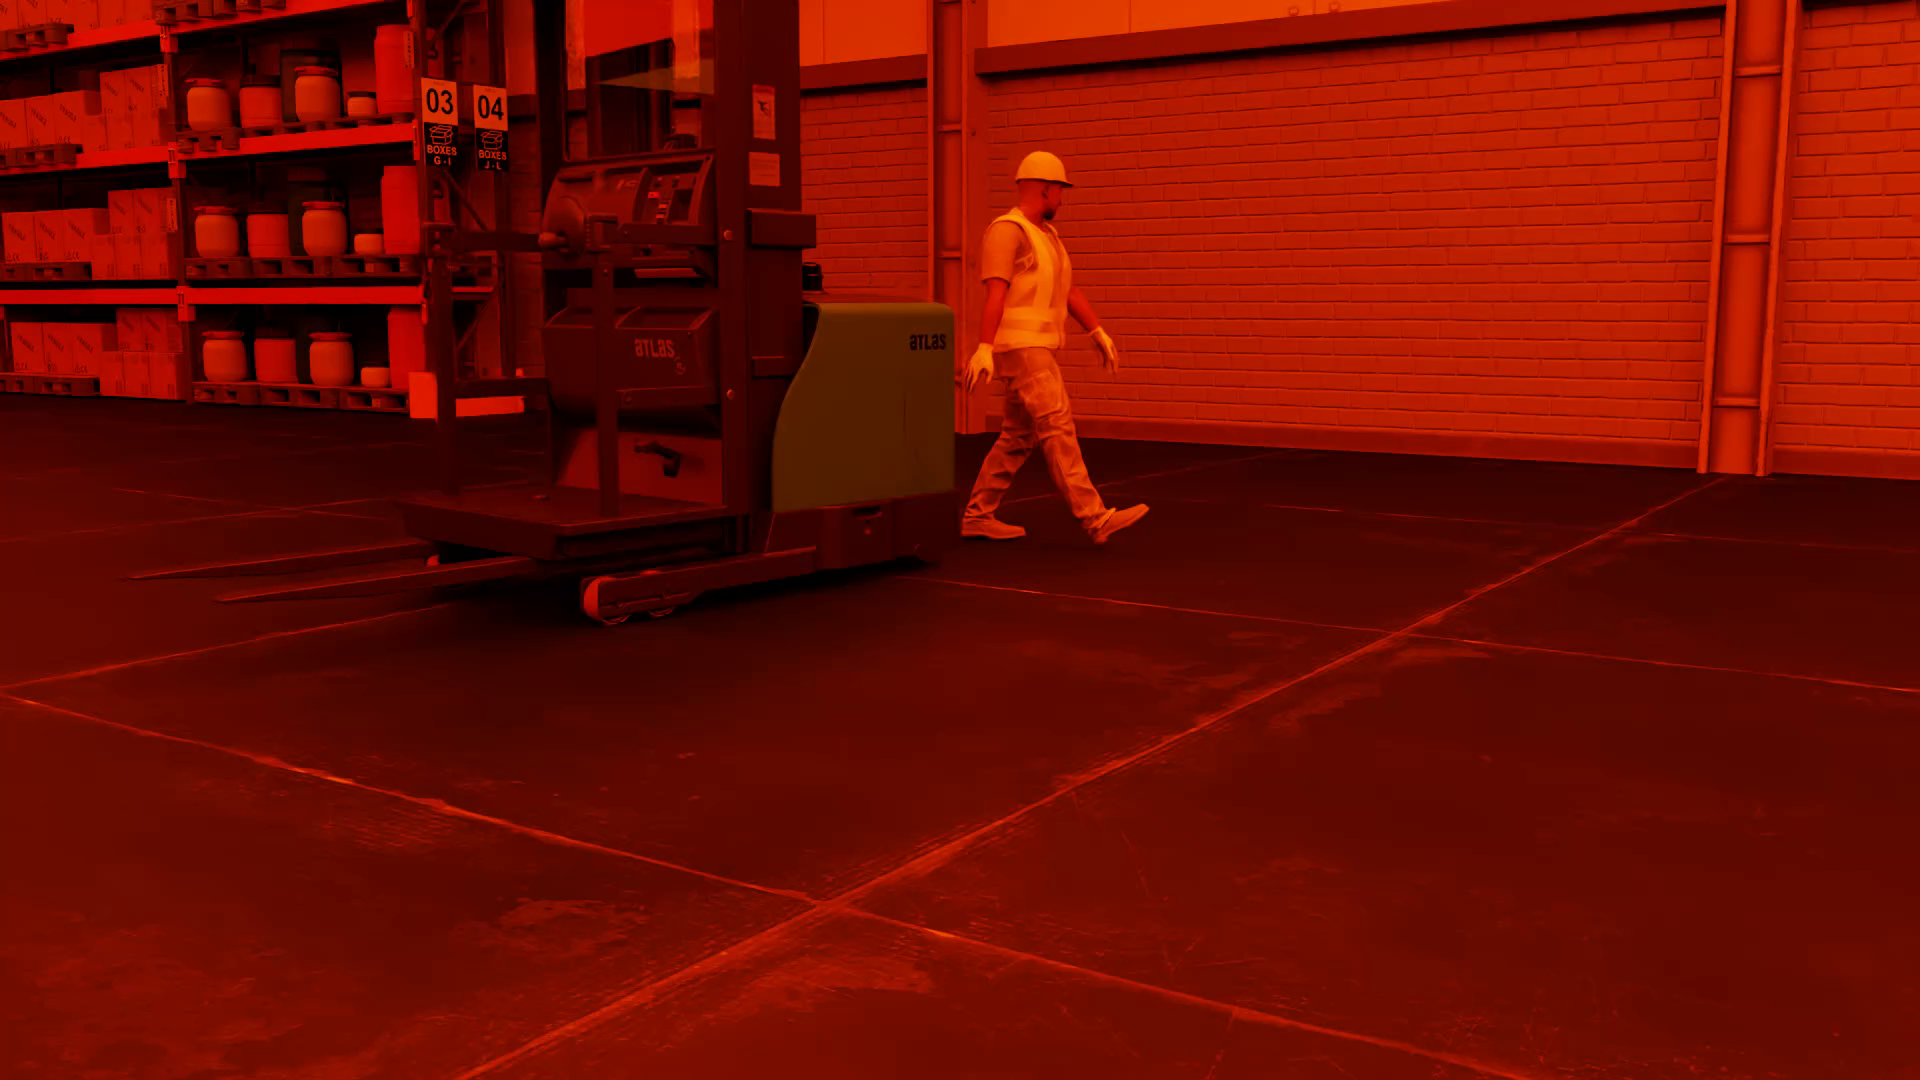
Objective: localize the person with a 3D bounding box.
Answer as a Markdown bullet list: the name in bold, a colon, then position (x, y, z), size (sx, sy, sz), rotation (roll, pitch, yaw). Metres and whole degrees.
- **person**: position (0.409, -0.832, 7.310), size (0.932, 1.728, 0.733), rotation (3, 9, 18)

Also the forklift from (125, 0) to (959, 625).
- **forklift**: position (-1.364, -1.244, 5.942), size (1.130, 2.935, 3.031), rotation (7, 11, 41)
